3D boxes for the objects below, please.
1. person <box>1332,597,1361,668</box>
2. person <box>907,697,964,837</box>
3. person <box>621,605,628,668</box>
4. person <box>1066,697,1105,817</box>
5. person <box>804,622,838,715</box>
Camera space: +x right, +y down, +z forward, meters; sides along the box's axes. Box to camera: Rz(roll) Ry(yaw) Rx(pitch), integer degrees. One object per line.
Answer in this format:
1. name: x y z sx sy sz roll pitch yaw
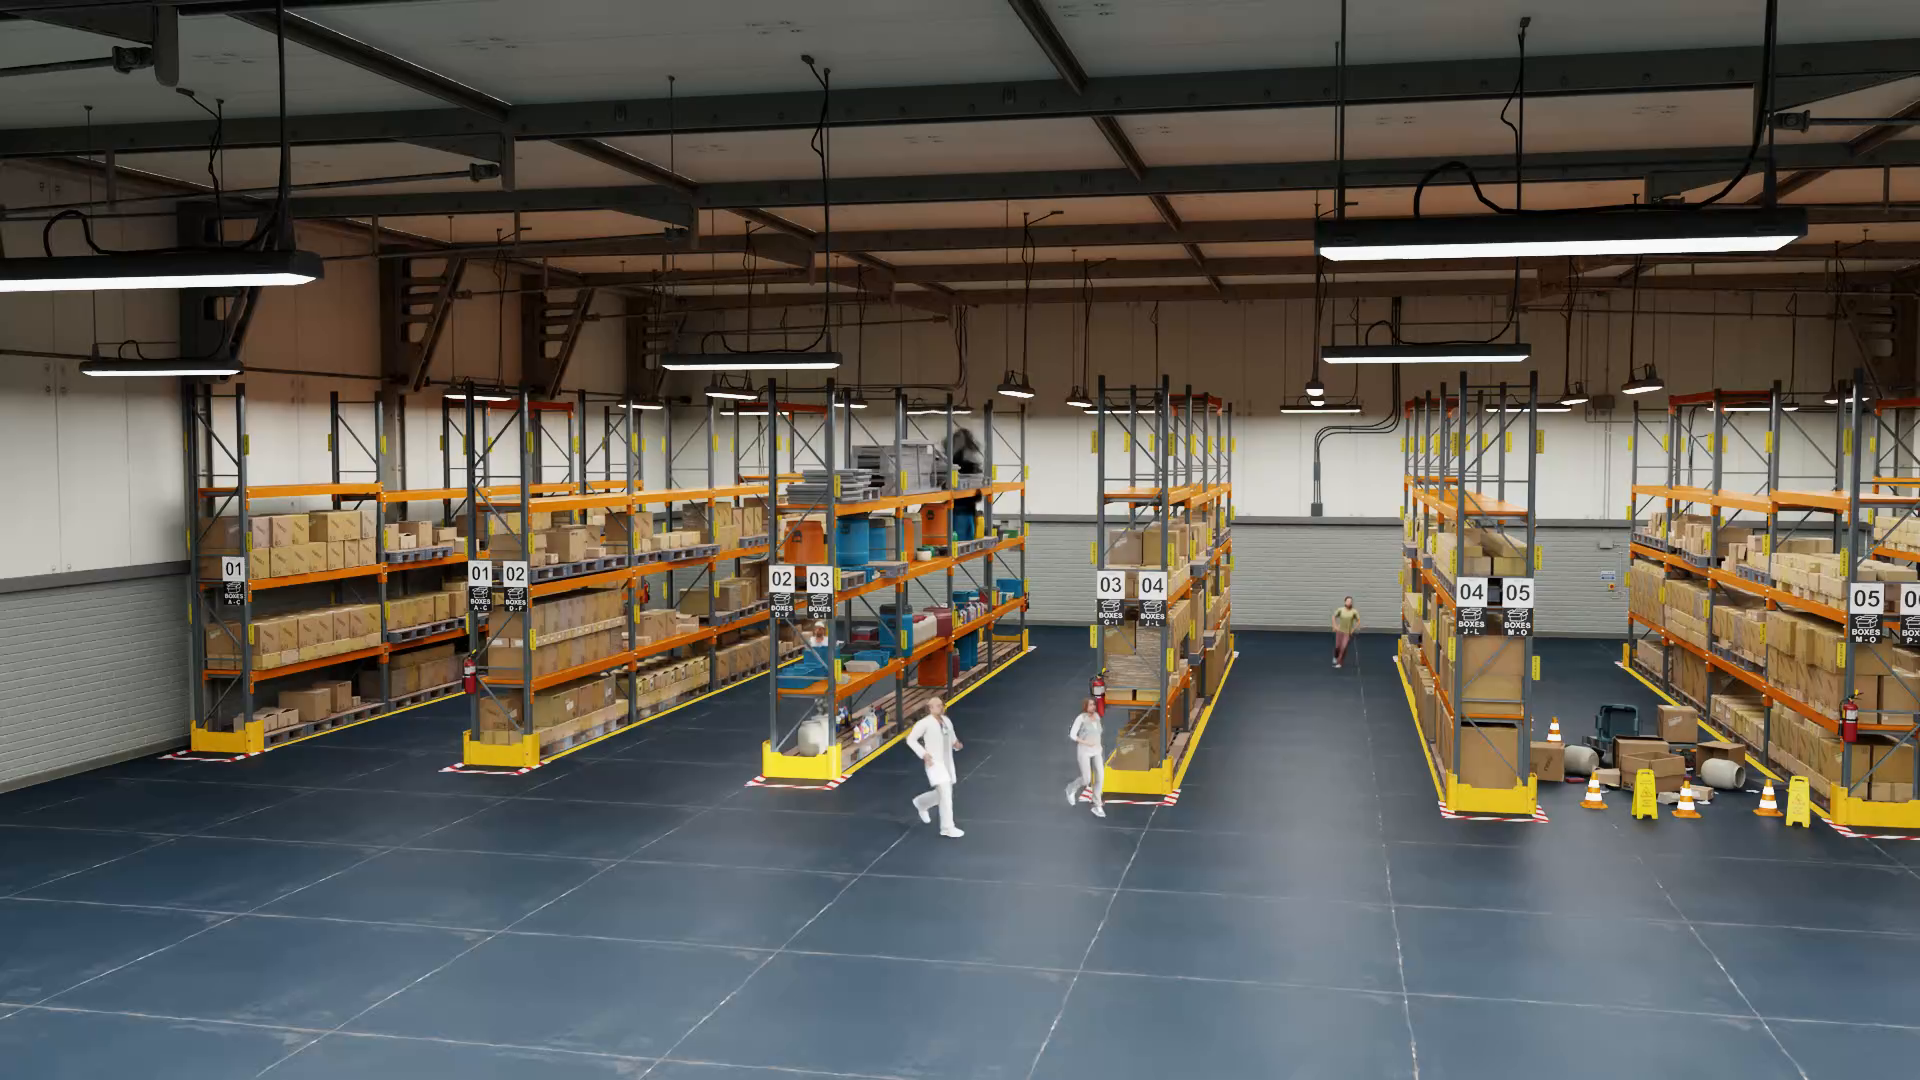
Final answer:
1. person: 8.667 2.066 37.278 0.621 1.611 0.532 1 3 14
2. person: -0.302 2.898 21.389 0.963 1.751 0.720 3 4 42
3. person: -7.022 2.207 34.808 0.589 1.717 0.723 1 3 15
4. person: 1.711 2.921 22.581 0.554 1.605 0.729 -2 4 -36
5. person: -2.579 2.374 30.437 0.628 1.753 0.632 1 3 12
